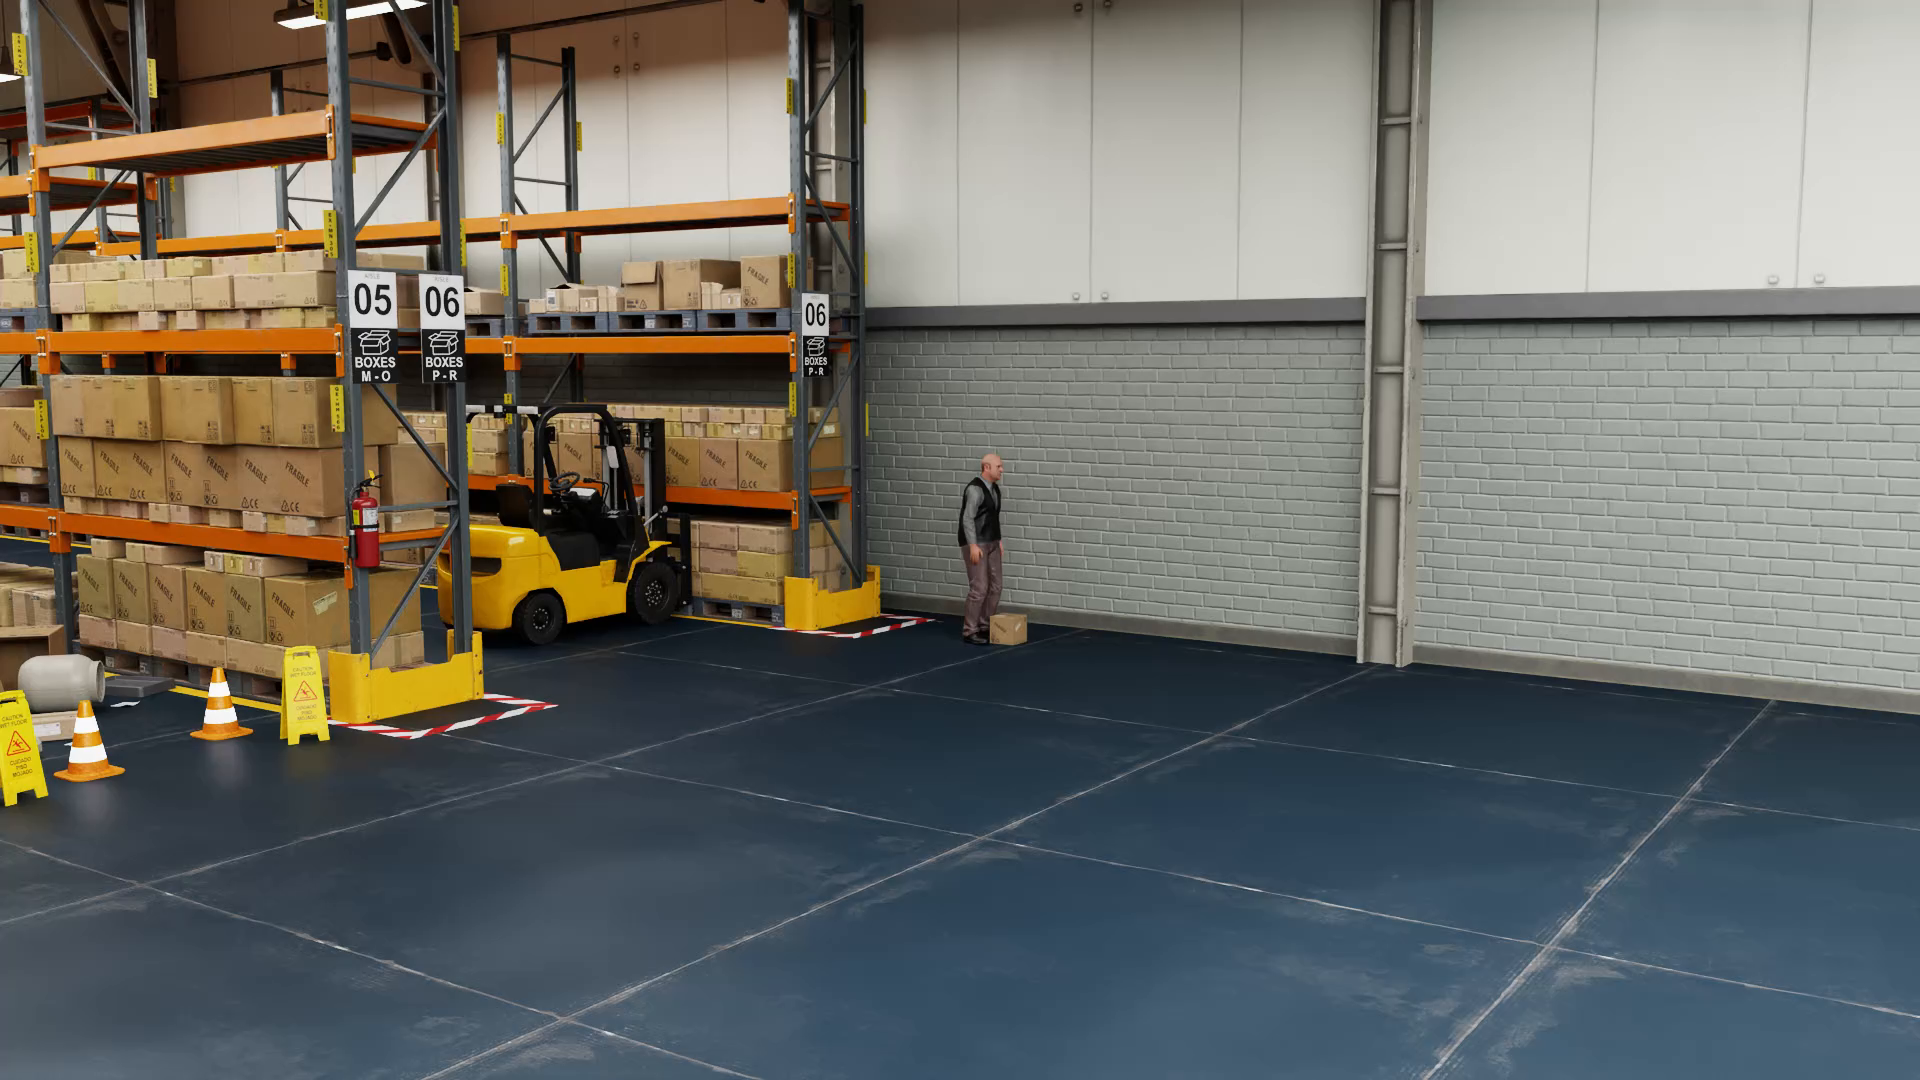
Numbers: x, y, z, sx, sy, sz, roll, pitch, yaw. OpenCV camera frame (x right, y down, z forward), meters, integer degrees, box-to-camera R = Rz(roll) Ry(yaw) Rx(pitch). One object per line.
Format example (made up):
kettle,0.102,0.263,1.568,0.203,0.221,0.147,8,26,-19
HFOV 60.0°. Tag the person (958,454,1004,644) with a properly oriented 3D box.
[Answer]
person,0.207,0.066,15.278,0.419,1.721,0.593,4,7,30
